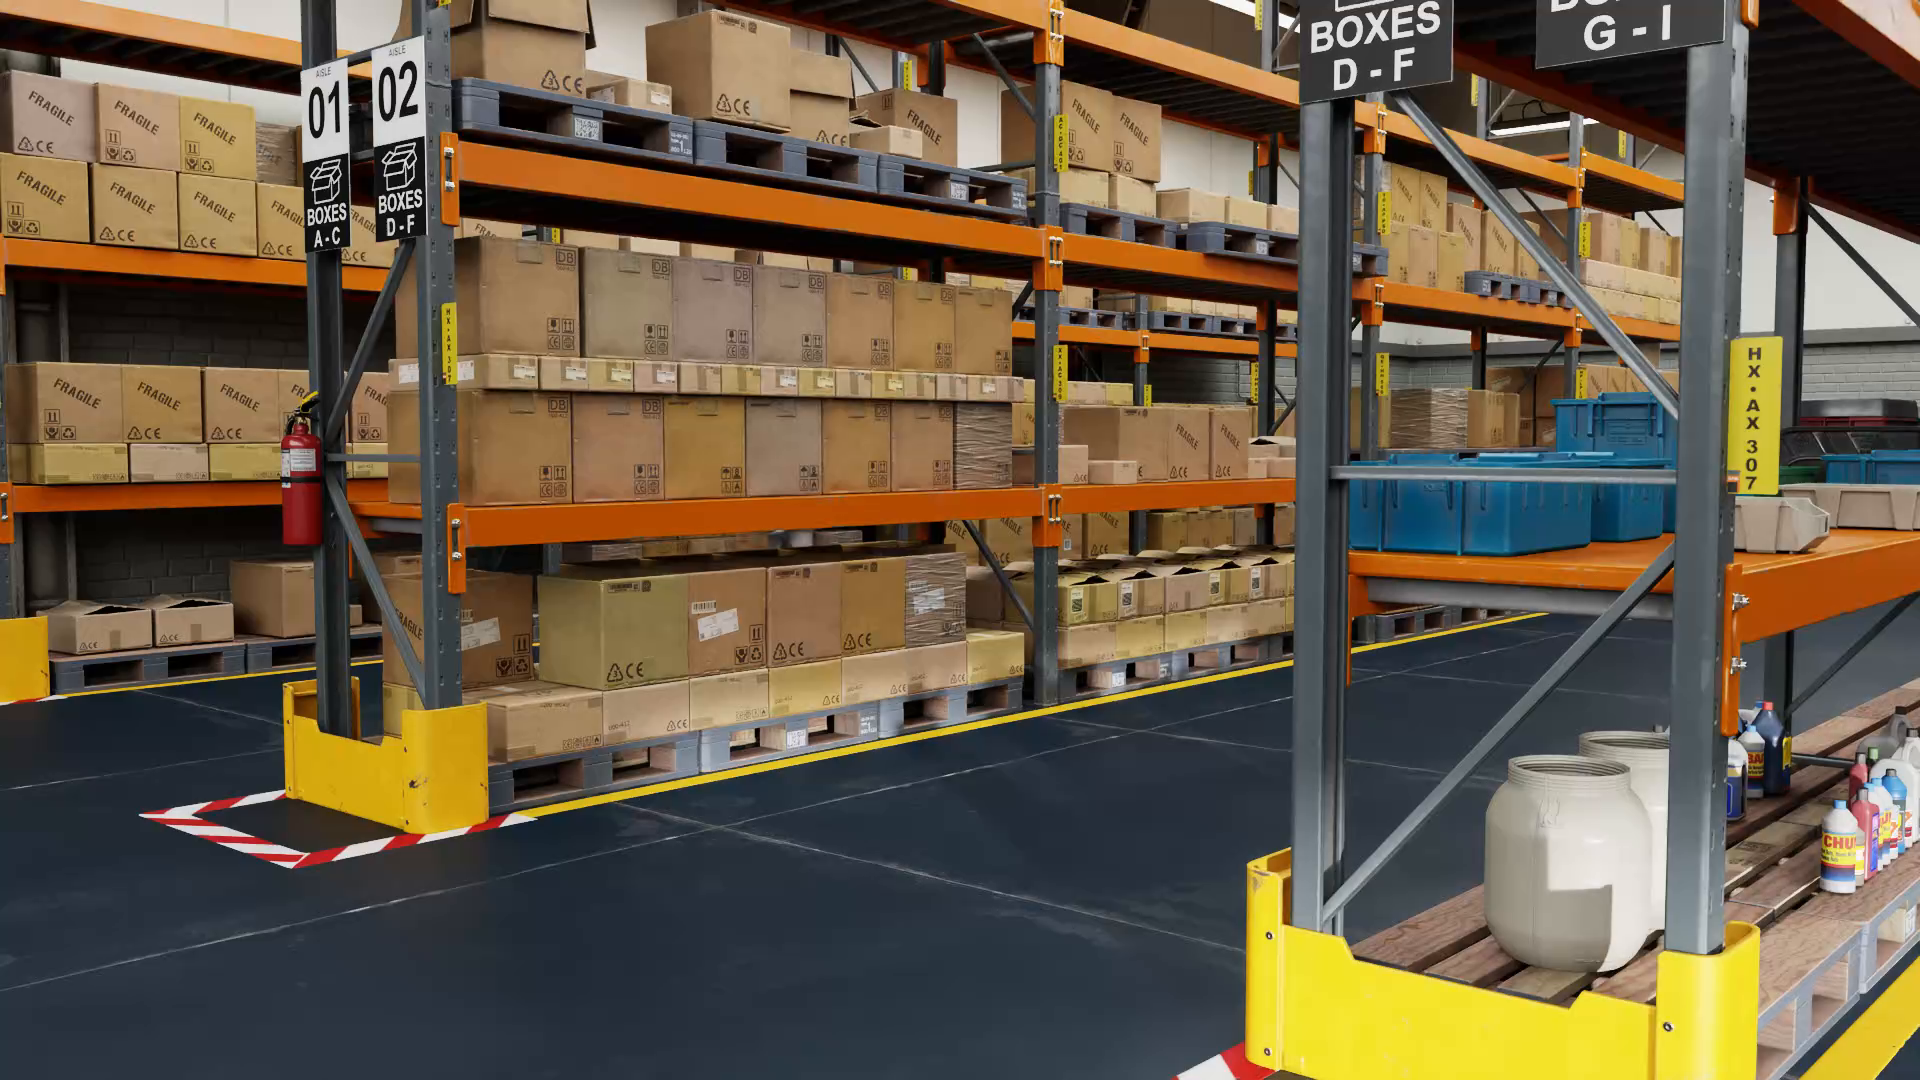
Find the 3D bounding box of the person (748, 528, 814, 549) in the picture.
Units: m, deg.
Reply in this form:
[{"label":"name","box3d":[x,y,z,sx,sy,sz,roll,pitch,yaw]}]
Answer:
[{"label":"person","box3d":[-1.330,-0.057,12.411,0.495,1.786,0.559,3,5,41]}]
